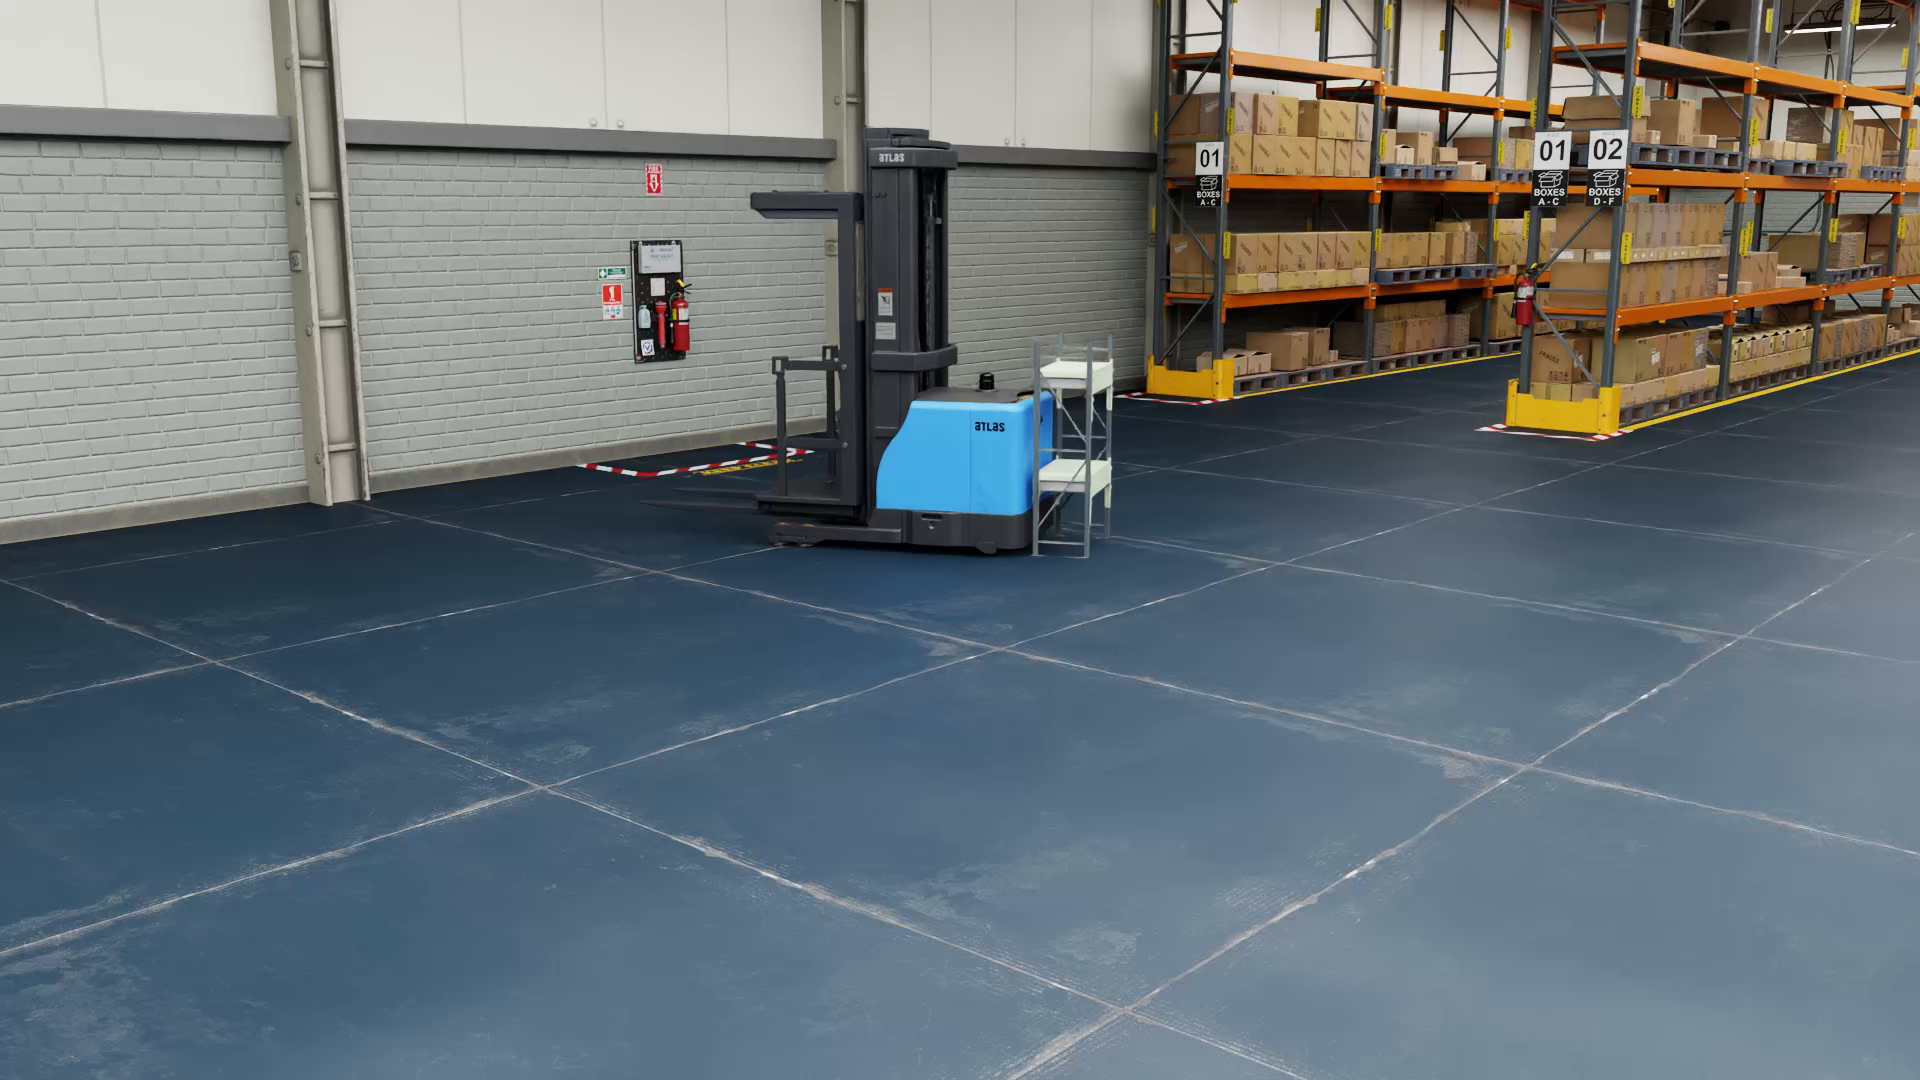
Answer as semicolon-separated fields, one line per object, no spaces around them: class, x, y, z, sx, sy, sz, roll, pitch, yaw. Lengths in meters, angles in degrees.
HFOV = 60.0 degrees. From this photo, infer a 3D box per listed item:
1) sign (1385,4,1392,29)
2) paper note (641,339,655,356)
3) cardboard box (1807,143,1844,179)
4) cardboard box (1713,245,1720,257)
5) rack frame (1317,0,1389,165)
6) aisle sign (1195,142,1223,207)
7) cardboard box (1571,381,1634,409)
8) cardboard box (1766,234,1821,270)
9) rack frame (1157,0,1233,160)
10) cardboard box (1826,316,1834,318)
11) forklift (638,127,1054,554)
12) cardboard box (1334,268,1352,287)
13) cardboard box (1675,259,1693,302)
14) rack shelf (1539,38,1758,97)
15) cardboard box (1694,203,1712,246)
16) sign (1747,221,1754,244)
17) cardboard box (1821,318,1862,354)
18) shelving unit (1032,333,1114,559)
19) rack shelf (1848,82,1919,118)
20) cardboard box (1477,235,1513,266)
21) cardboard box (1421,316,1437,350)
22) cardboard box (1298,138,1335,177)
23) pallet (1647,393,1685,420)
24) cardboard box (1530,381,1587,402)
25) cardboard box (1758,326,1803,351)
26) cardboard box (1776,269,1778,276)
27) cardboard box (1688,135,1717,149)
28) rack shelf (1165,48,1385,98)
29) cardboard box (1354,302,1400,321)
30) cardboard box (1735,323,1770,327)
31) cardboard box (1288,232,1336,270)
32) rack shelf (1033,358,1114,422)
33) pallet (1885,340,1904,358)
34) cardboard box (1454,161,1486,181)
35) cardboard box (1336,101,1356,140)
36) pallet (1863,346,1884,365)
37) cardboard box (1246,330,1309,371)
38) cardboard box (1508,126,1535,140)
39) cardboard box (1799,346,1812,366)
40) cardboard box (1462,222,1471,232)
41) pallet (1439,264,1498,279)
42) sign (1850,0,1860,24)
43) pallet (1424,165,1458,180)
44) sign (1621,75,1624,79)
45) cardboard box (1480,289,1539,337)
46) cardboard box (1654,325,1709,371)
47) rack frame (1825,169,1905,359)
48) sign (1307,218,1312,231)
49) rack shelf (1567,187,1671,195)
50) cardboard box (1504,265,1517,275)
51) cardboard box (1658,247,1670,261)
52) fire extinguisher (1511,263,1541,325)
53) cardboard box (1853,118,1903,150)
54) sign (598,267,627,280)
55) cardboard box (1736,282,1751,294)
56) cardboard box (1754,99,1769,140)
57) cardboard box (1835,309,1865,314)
sign;5.976;-7.304;23.219;0.100;0.325;0.005;10;15;40
paper note;-3.037;-1.874;16.185;0.016;0.148;0.142;10;15;40
cardboard box;12.207;-5.475;24.052;0.910;0.500;0.500;10;15;40
cardboard box;9.121;-3.562;20.473;0.380;0.149;0.250;9;15;39
rack frame;5.580;-6.880;23.683;1.000;3.000;0.127;10;15;40
aisle sign;3.118;-4.575;20.822;0.394;0.787;0.004;10;15;40
cardboard box;7.185;-1.617;18.599;0.500;0.250;0.500;10;15;40
cardboard box;12.275;-4.249;24.499;0.700;0.500;0.500;4;12;21
rack frame;2.940;-6.292;20.736;1.000;3.000;0.127;10;15;40
cardboard box;13.403;-3.273;26.199;0.500;0.500;0.500;10;15;41
forklift;-0.879;-1.481;12.141;3.031;2.935;1.130;3;12;16
cardboard box;5.160;-3.693;23.376;0.500;0.250;0.500;10;15;41
cardboard box;8.338;-3.129;19.966;0.700;0.500;0.500;10;15;41
rack shelf;7.984;-5.397;19.115;1.077;0.370;4.000;10;15;40
cardboard box;8.683;-3.843;20.226;0.700;0.500;0.500;10;15;40
sign;11.531;-4.485;24.252;0.100;0.325;0.005;10;15;40
cardboard box;13.476;-3.135;25.508;0.500;0.500;0.500;9;14;38
shelving unit;0.806;-0.683;11.800;0.431;1.500;0.755;3;12;16
rack shelf;15.905;-7.357;27.916;1.077;0.370;4.000;10;15;40
cardboard box;8.734;-4.770;27.368;0.500;0.500;0.500;10;15;42
cardboard box;7.051;-3.266;26.166;0.700;0.500;0.500;10;15;40
cardboard box;4.752;-5.203;22.636;0.500;0.500;0.500;9;14;38
pallet;7.942;-1.639;19.878;1.003;0.211;1.213;10;15;40
cardboard box;6.796;-1.684;18.934;0.500;0.250;0.500;10;15;40
cardboard box;11.445;-2.833;23.254;0.500;0.311;0.500;9;15;39
cardboard box;11.209;-3.737;23.488;0.500;0.311;0.500;10;15;40
cardboard box;8.713;-4.708;19.677;0.380;0.149;0.250;10;15;40
rack shelf;4.260;-6.231;22.280;1.077;0.370;4.000;10;15;40
cardboard box;6.342;-3.472;25.278;0.500;0.250;0.500;9;15;39
cardboard box;11.378;-2.980;23.990;0.500;0.311;0.500;10;15;42
cardboard box;4.835;-3.986;22.926;0.500;0.500;0.500;9;15;39
rack shelf;0.806;-1.065;11.724;0.431;0.370;0.720;3;12;16
pallet;15.039;-3.209;27.738;1.003;0.211;1.213;10;15;40
cardboard box;7.948;-5.823;26.225;0.500;0.311;0.500;10;15;40
cardboard box;5.098;-5.767;22.909;0.500;0.500;0.500;11;16;43
pallet;14.076;-2.983;26.609;1.003;0.211;1.213;10;15;40
cardboard box;4.362;-2.615;22.905;0.700;0.500;0.500;9;14;37
cardboard box;9.829;-7.023;28.763;0.500;0.250;0.500;9;15;39
cardboard box;11.780;-2.635;23.696;0.500;0.250;0.500;10;15;42
cardboard box;8.016;-5.055;26.827;0.380;0.149;0.250;7;14;33
pallet;7.830;-4.314;26.642;1.213;0.211;1.003;10;15;40
sign;12.364;-7.293;22.962;0.100;0.325;0.005;10;15;40
pallet;6.750;-5.547;25.147;1.213;0.211;1.003;10;15;40
sign;13.089;-9.254;32.779;0.100;0.325;0.005;10;15;40
cardboard box;9.388;-3.898;28.484;0.750;0.750;0.750;10;15;40
cardboard box;8.823;-2.355;20.377;0.500;0.500;0.500;10;15;40
rack frame;14.585;-4.475;26.959;1.000;3.000;0.127;10;15;40
sign;5.161;-4.577;24.513;0.100;0.325;0.005;10;15;40
rack shelf;12.182;-6.528;31.413;1.077;0.370;4.000;10;15;40
cardboard box;9.024;-4.496;27.653;0.380;0.149;0.250;10;15;42
cardboard box;7.933;-3.297;19.146;0.380;0.149;0.250;10;15;40
fire extinguisher;6.237;-2.715;18.341;0.296;0.674;0.183;10;15;40
cardboard box;14.877;-6.562;26.941;0.700;0.500;0.500;10;15;40
sign;-3.301;-2.532;15.786;0.001;0.109;0.331;10;15;40
cardboard box;10.042;-3.279;21.611;0.380;0.149;0.250;10;15;40
cardboard box;10.099;-5.442;21.536;0.500;0.500;0.500;-10;15;-42
cardboard box;14.748;-3.586;27.764;0.500;0.500;0.500;10;15;40
